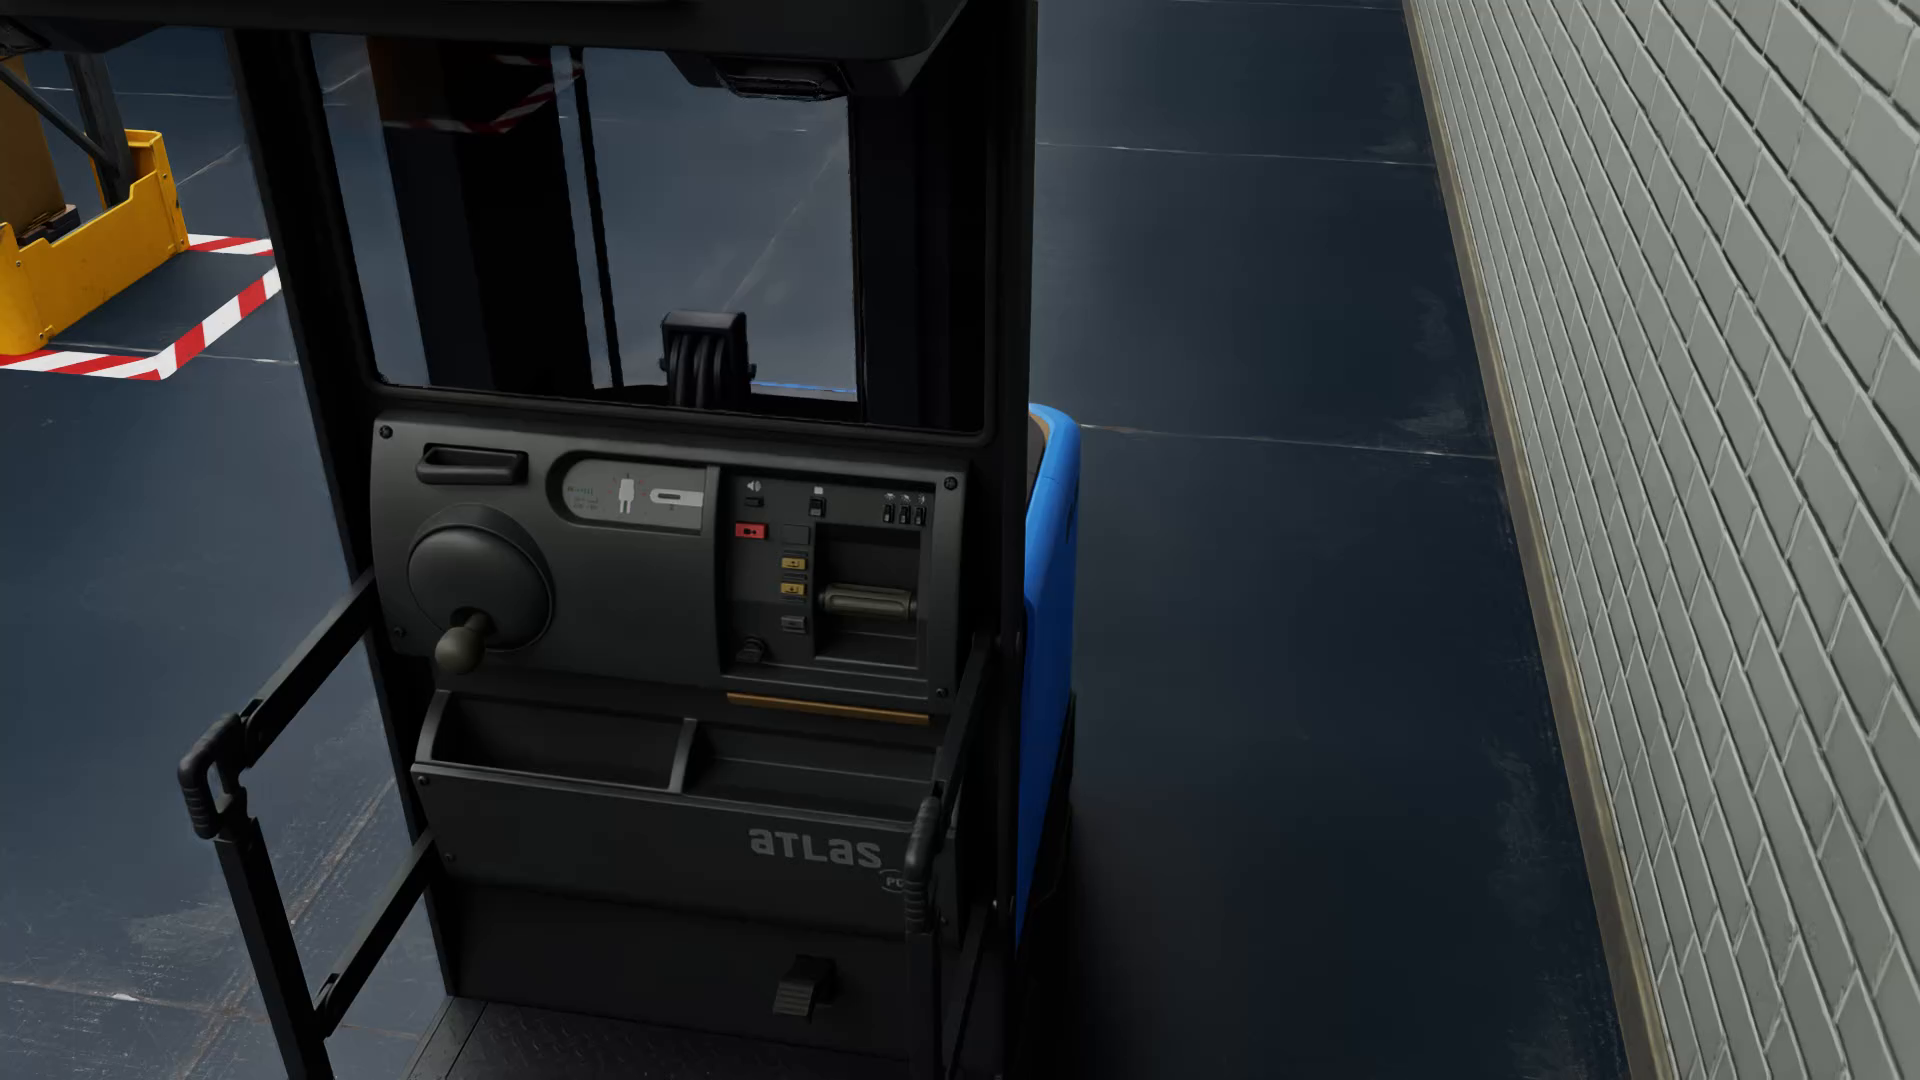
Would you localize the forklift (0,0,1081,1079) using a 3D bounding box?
[{"bbox_3d":[-0.487,0.089,2.345,1.130,2.935,3.031,6,32,9],"label":"forklift"}]

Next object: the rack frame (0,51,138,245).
[{"bbox_3d":[-3.666,-2.297,6.093,0.127,3.000,1.000,5,32,8],"label":"rack frame"}]

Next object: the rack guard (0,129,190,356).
[{"bbox_3d":[-3.642,-1.235,6.752,0.348,0.500,1.175,5,32,8],"label":"rack guard"}]

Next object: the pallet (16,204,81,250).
[{"bbox_3d":[-4.467,-1.145,6.881,1.213,0.211,1.003,5,32,8],"label":"pallet"}]

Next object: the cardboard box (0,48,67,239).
[{"bbox_3d":[-4.310,-1.590,6.569,0.875,0.875,0.875,5,32,8],"label":"cardboard box"}]
